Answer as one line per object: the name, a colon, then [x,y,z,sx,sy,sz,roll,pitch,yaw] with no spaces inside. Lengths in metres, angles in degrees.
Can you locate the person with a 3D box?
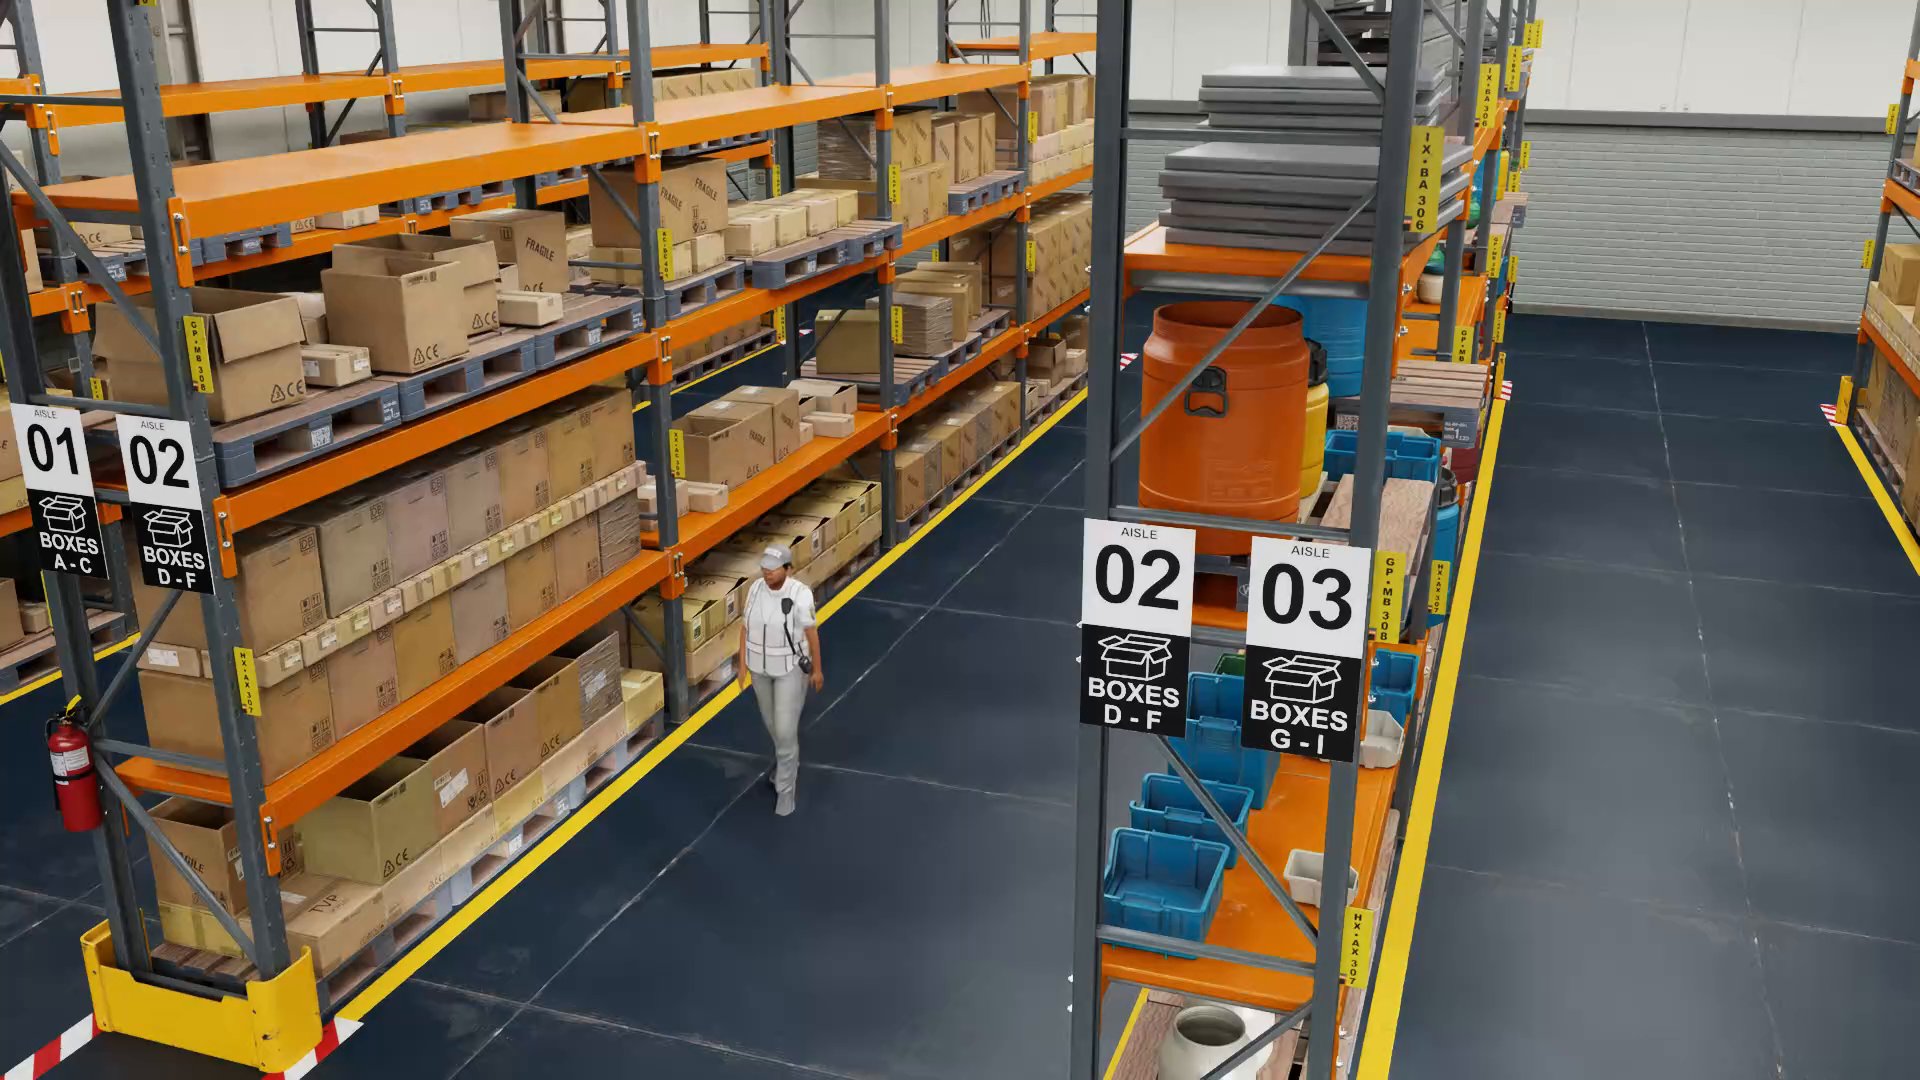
person: [-1.157,0.858,10.490,0.512,1.733,0.603,8,21,23]
